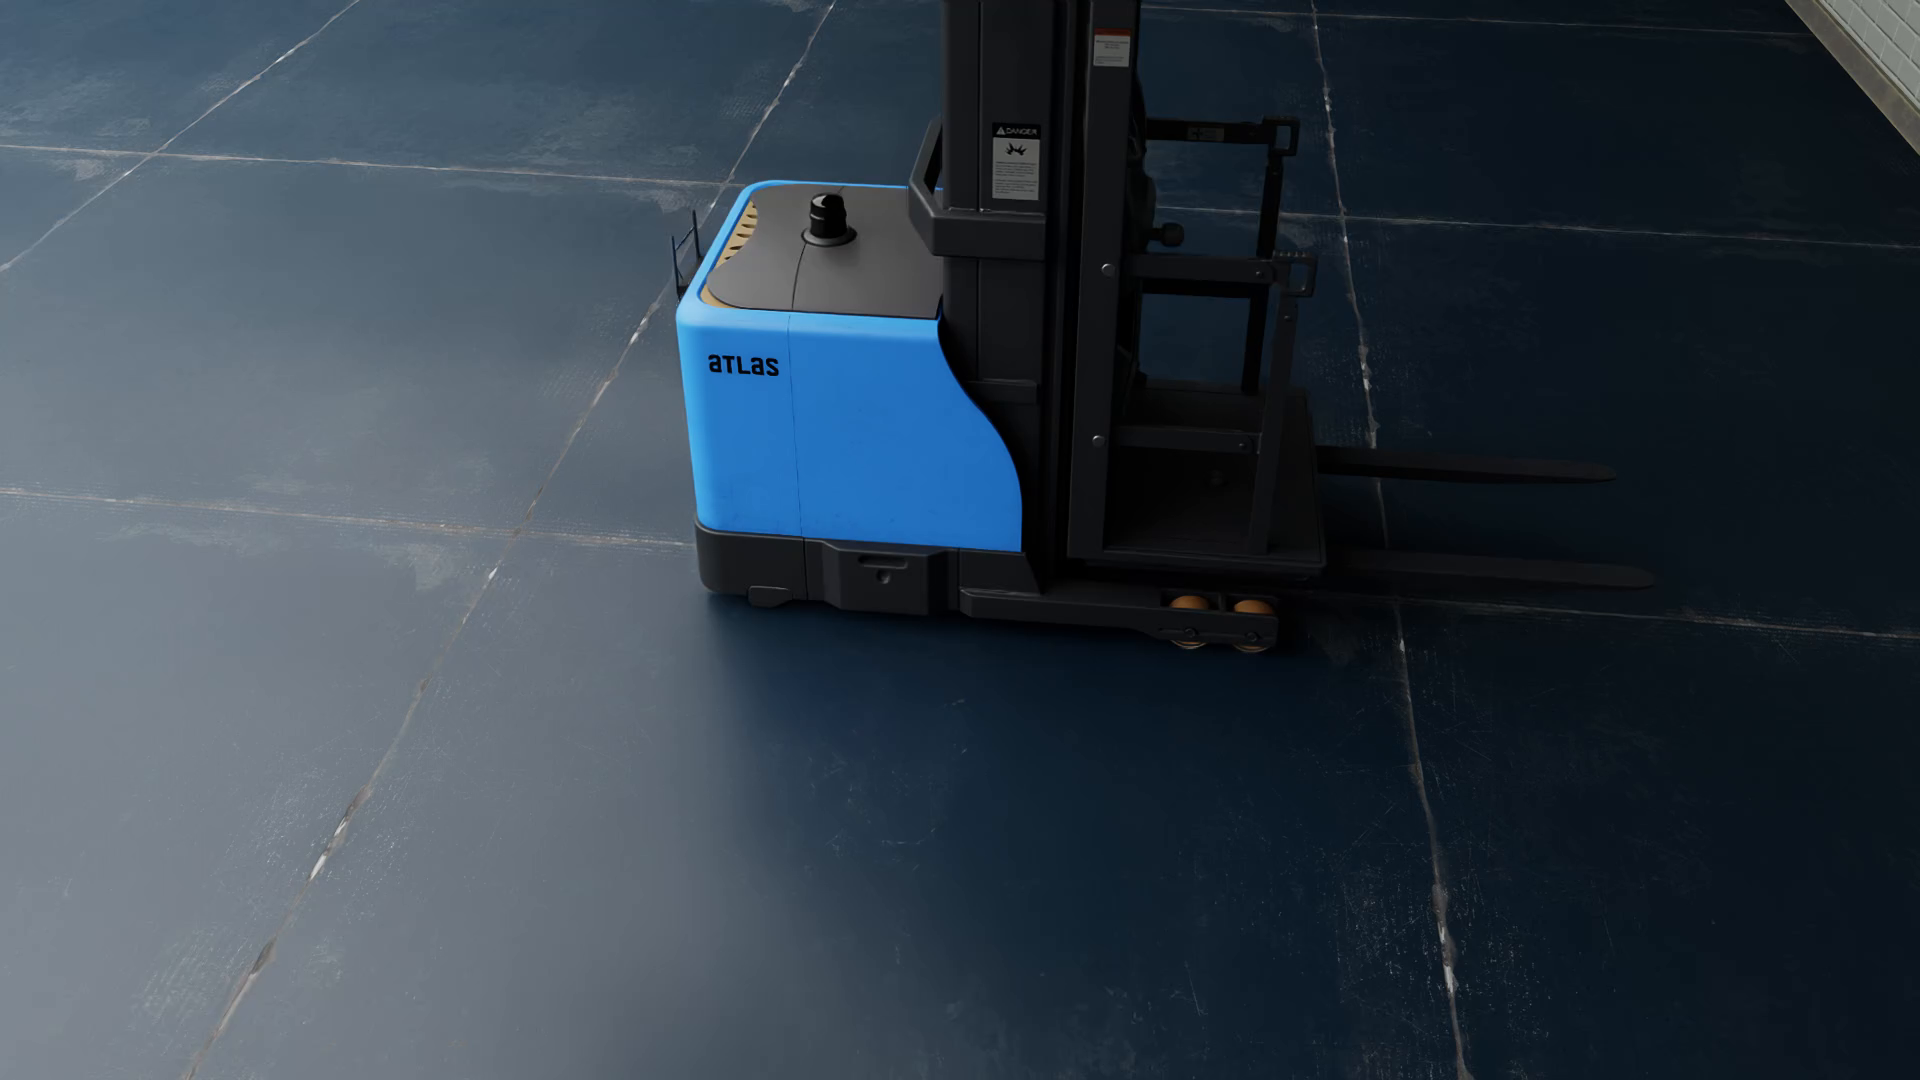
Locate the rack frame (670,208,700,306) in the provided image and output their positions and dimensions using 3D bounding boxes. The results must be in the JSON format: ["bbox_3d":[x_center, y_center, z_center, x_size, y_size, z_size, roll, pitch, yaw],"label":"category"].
[{"bbox_3d":[-0.956,-0.729,5.996,0.006,0.900,0.240,7,36,10],"label":"rack frame"}]

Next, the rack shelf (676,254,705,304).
[{"bbox_3d":[-0.857,-0.909,5.842,0.200,0.077,0.258,7,36,10],"label":"rack shelf"}]

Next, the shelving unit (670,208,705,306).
[{"bbox_3d":[-0.857,-0.716,5.979,0.210,0.900,0.258,7,36,10],"label":"shelving unit"}]

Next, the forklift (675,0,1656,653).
[{"bbox_3d":[0.700,-1.166,4.860,3.031,2.935,1.130,4,36,5],"label":"forklift"}]
